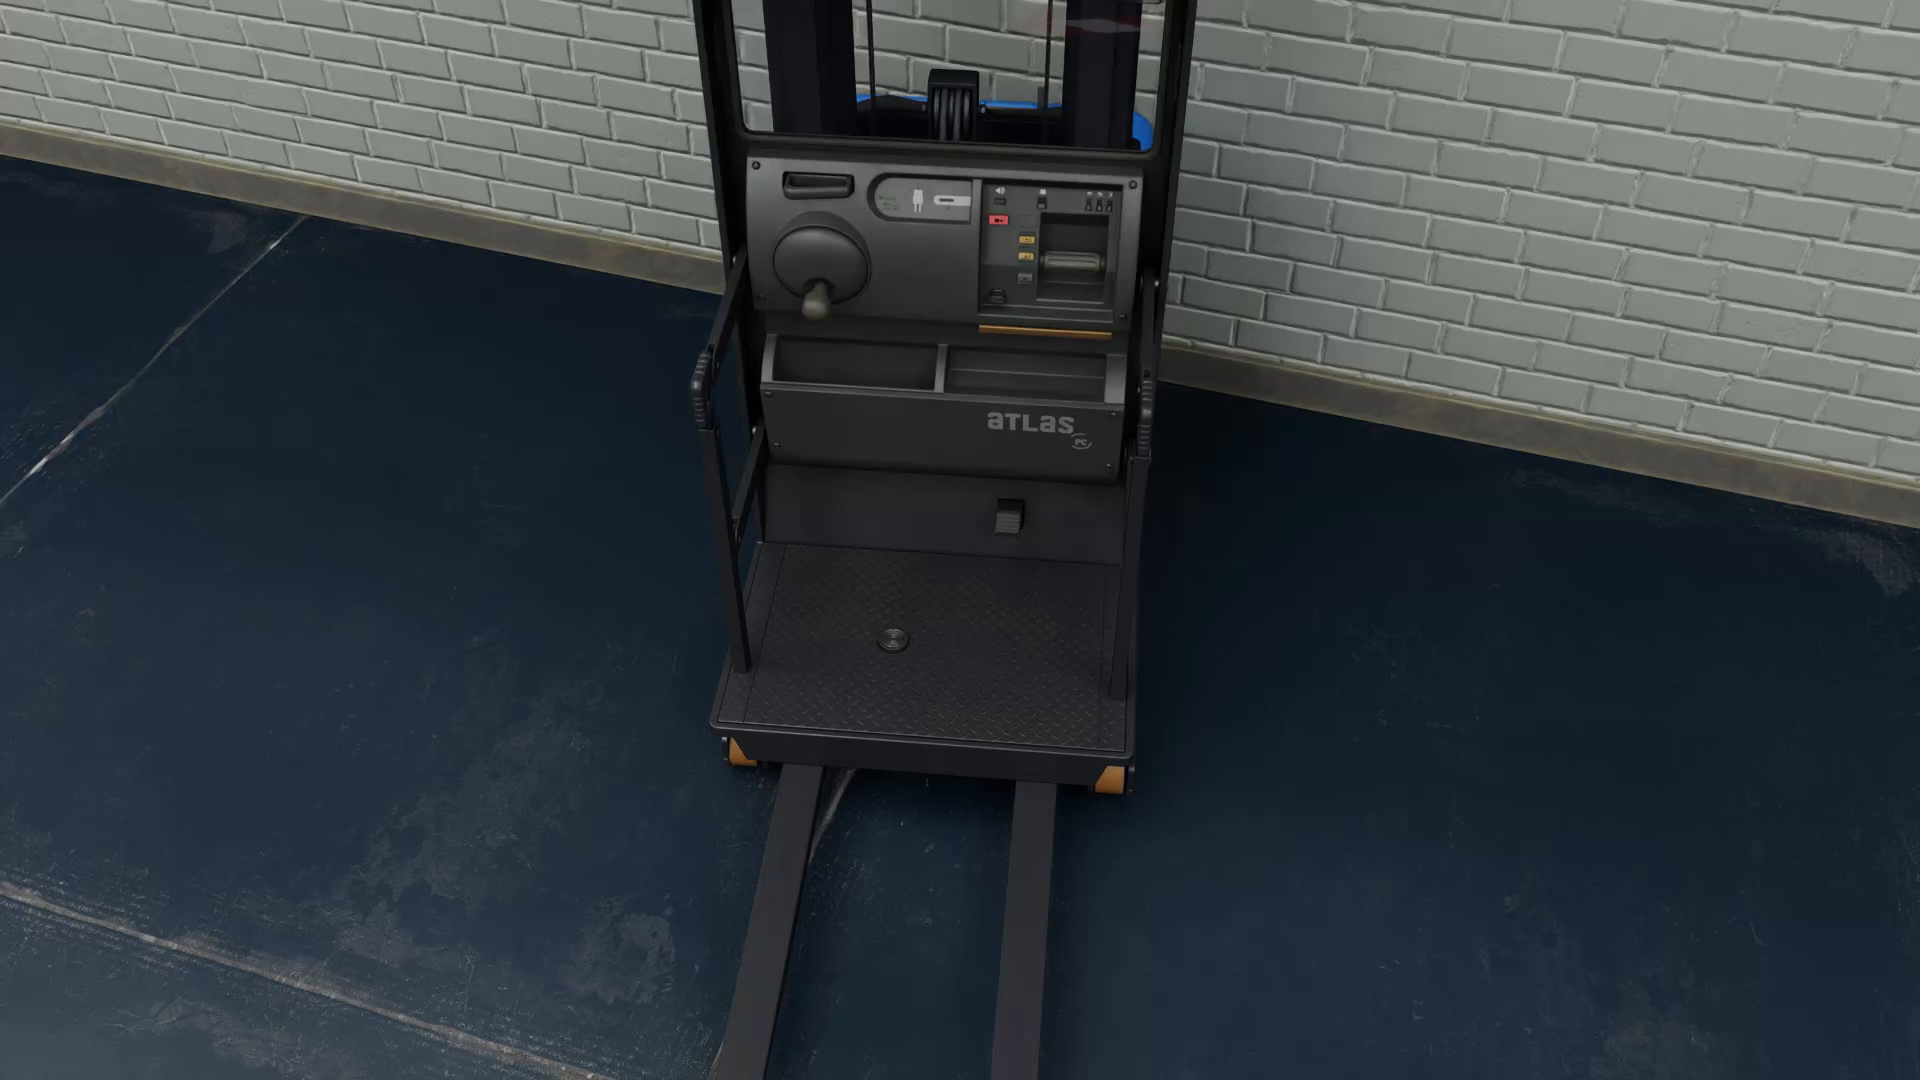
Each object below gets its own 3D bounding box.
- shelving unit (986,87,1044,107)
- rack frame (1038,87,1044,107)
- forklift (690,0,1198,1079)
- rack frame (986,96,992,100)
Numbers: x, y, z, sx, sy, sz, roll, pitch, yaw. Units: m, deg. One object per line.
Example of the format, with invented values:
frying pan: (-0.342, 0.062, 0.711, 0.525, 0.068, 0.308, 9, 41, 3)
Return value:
shelving unit: (0.169, -0.996, 5.507, 0.258, 1.200, 0.189, 12, 43, 13)
rack frame: (0.141, -0.938, 5.442, 0.240, 1.200, 0.006, 12, 43, 13)
forklift: (-0.060, -0.610, 3.778, 1.130, 2.935, 3.031, 4, 45, 4)
rack frame: (0.196, -1.054, 5.572, 0.240, 1.200, 0.006, 12, 43, 13)
